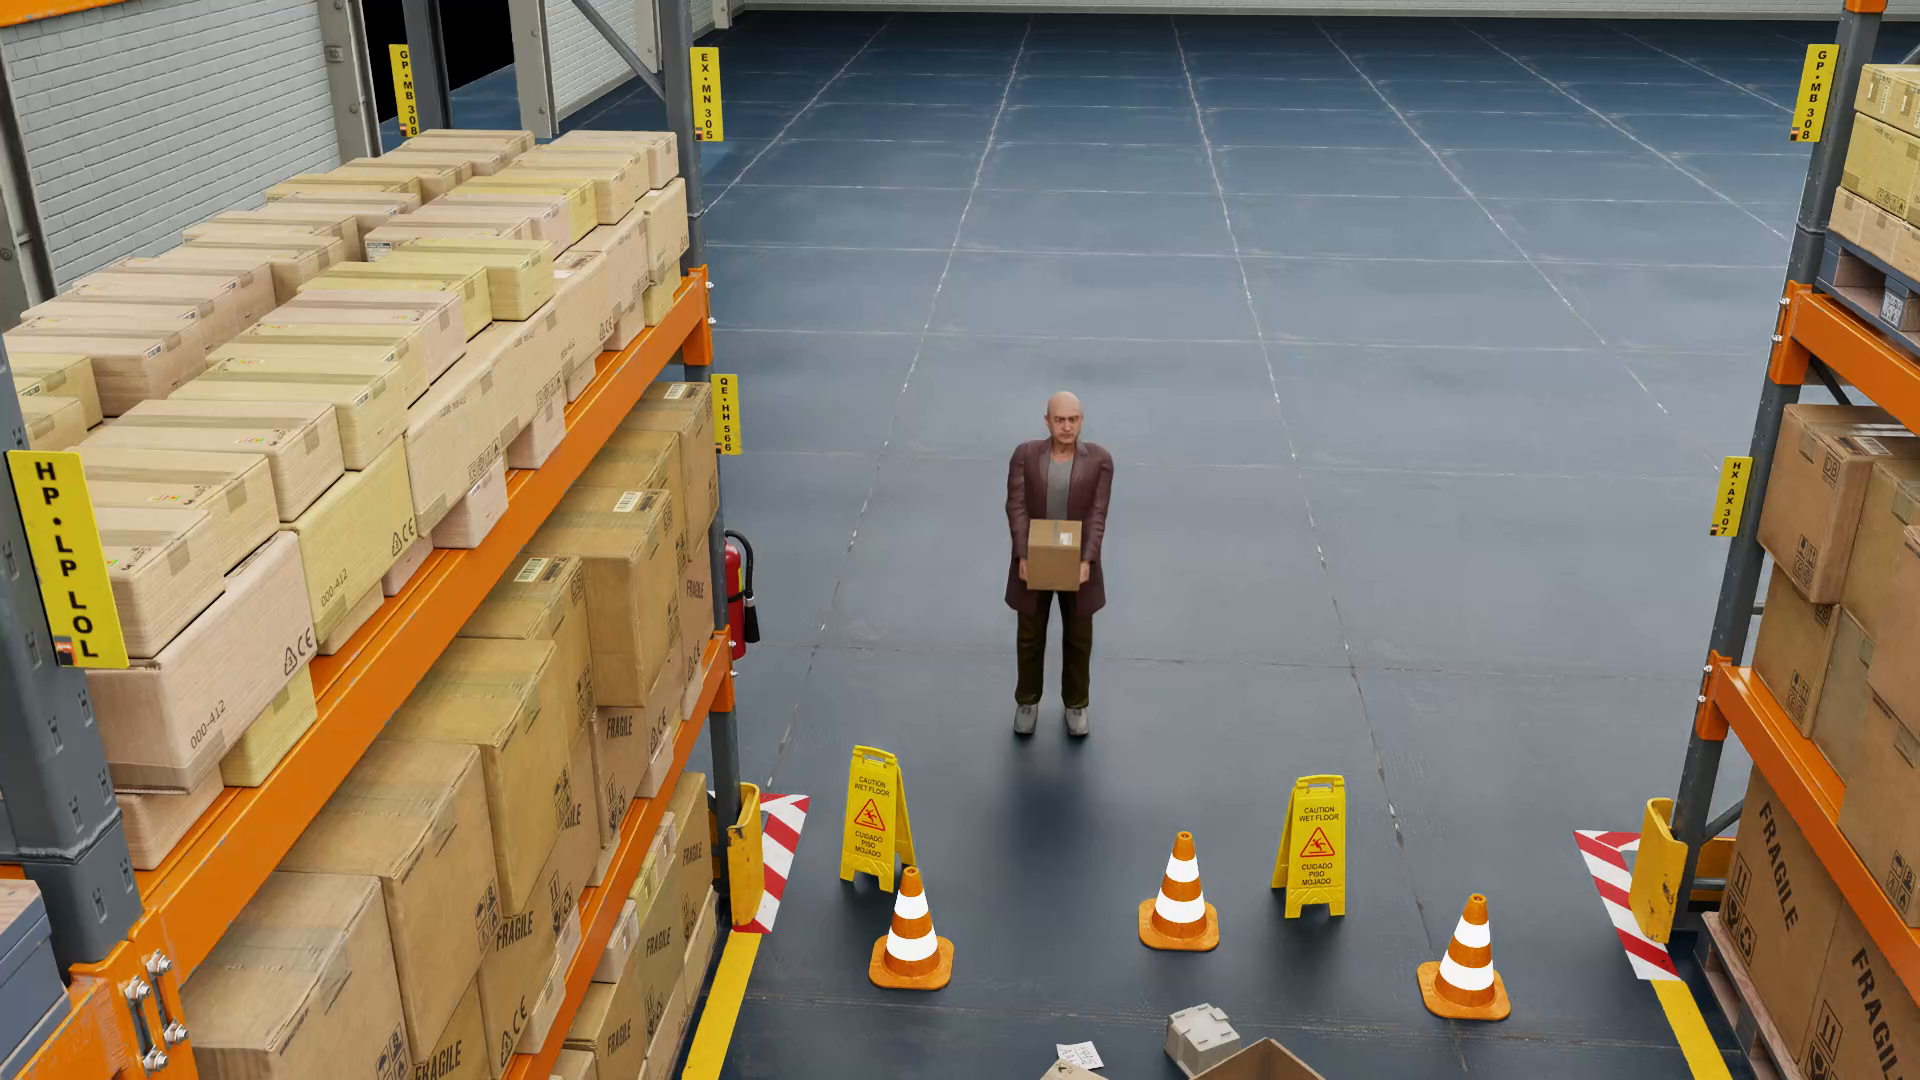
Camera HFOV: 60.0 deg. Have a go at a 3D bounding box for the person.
[{"bbox_3d":[0.481,0.164,8.264,0.528,1.773,0.558,2,24,5],"label":"person"}]
